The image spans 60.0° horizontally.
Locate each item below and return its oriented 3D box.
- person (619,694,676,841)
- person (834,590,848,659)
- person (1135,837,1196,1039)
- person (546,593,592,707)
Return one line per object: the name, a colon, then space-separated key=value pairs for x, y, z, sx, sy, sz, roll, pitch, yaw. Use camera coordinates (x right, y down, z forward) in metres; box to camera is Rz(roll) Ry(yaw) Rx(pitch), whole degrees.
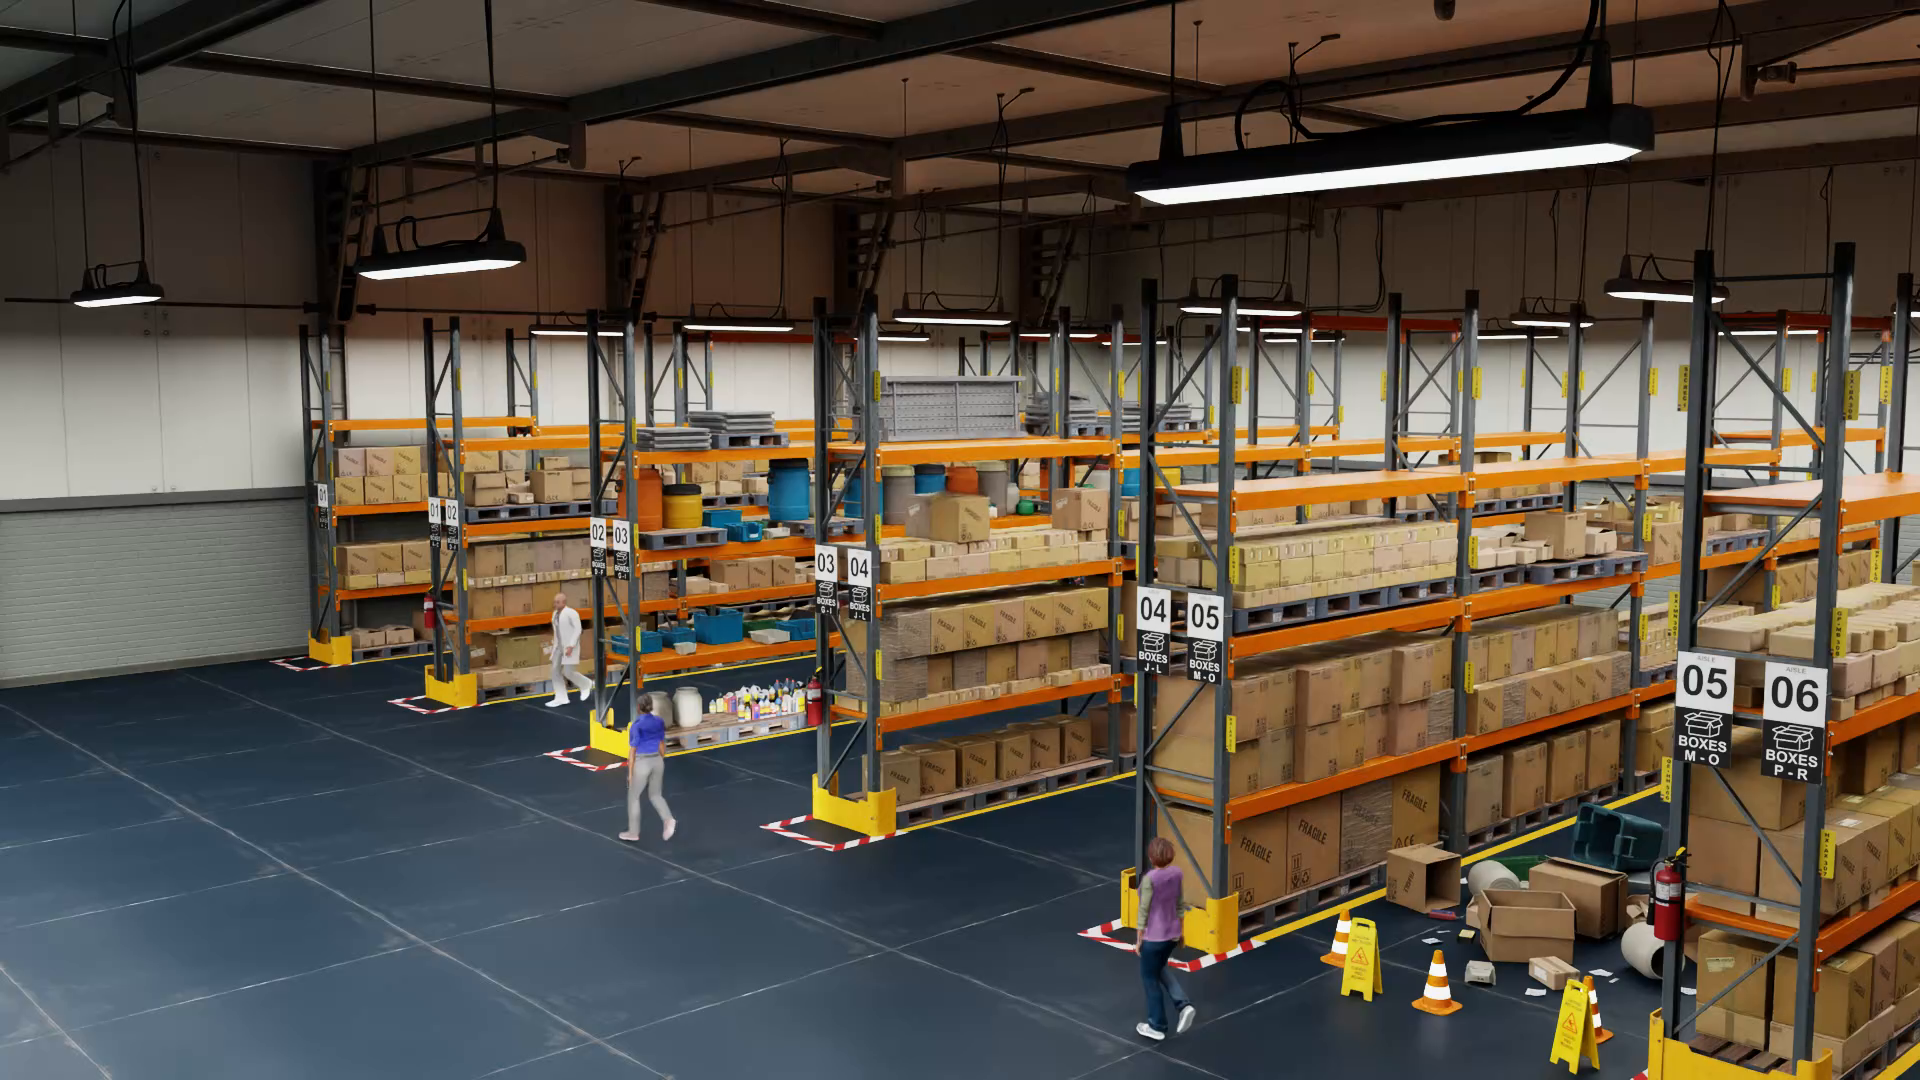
person: x=-3.437 y=2.501 z=18.251 sx=0.727 sy=1.641 sz=0.481 roll=5 pitch=8 yaw=43
person: x=-2.041 y=1.354 z=29.095 sx=0.670 sy=1.705 sz=1.079 roll=4 pitch=7 yaw=37
person: x=1.569 y=3.066 z=12.793 sx=0.432 sy=1.587 sz=0.477 roll=-5 pitch=8 yaw=-42
person: x=-6.083 y=1.687 z=25.880 sx=0.673 sy=1.765 sz=0.740 roll=4 pitch=7 yaw=36
